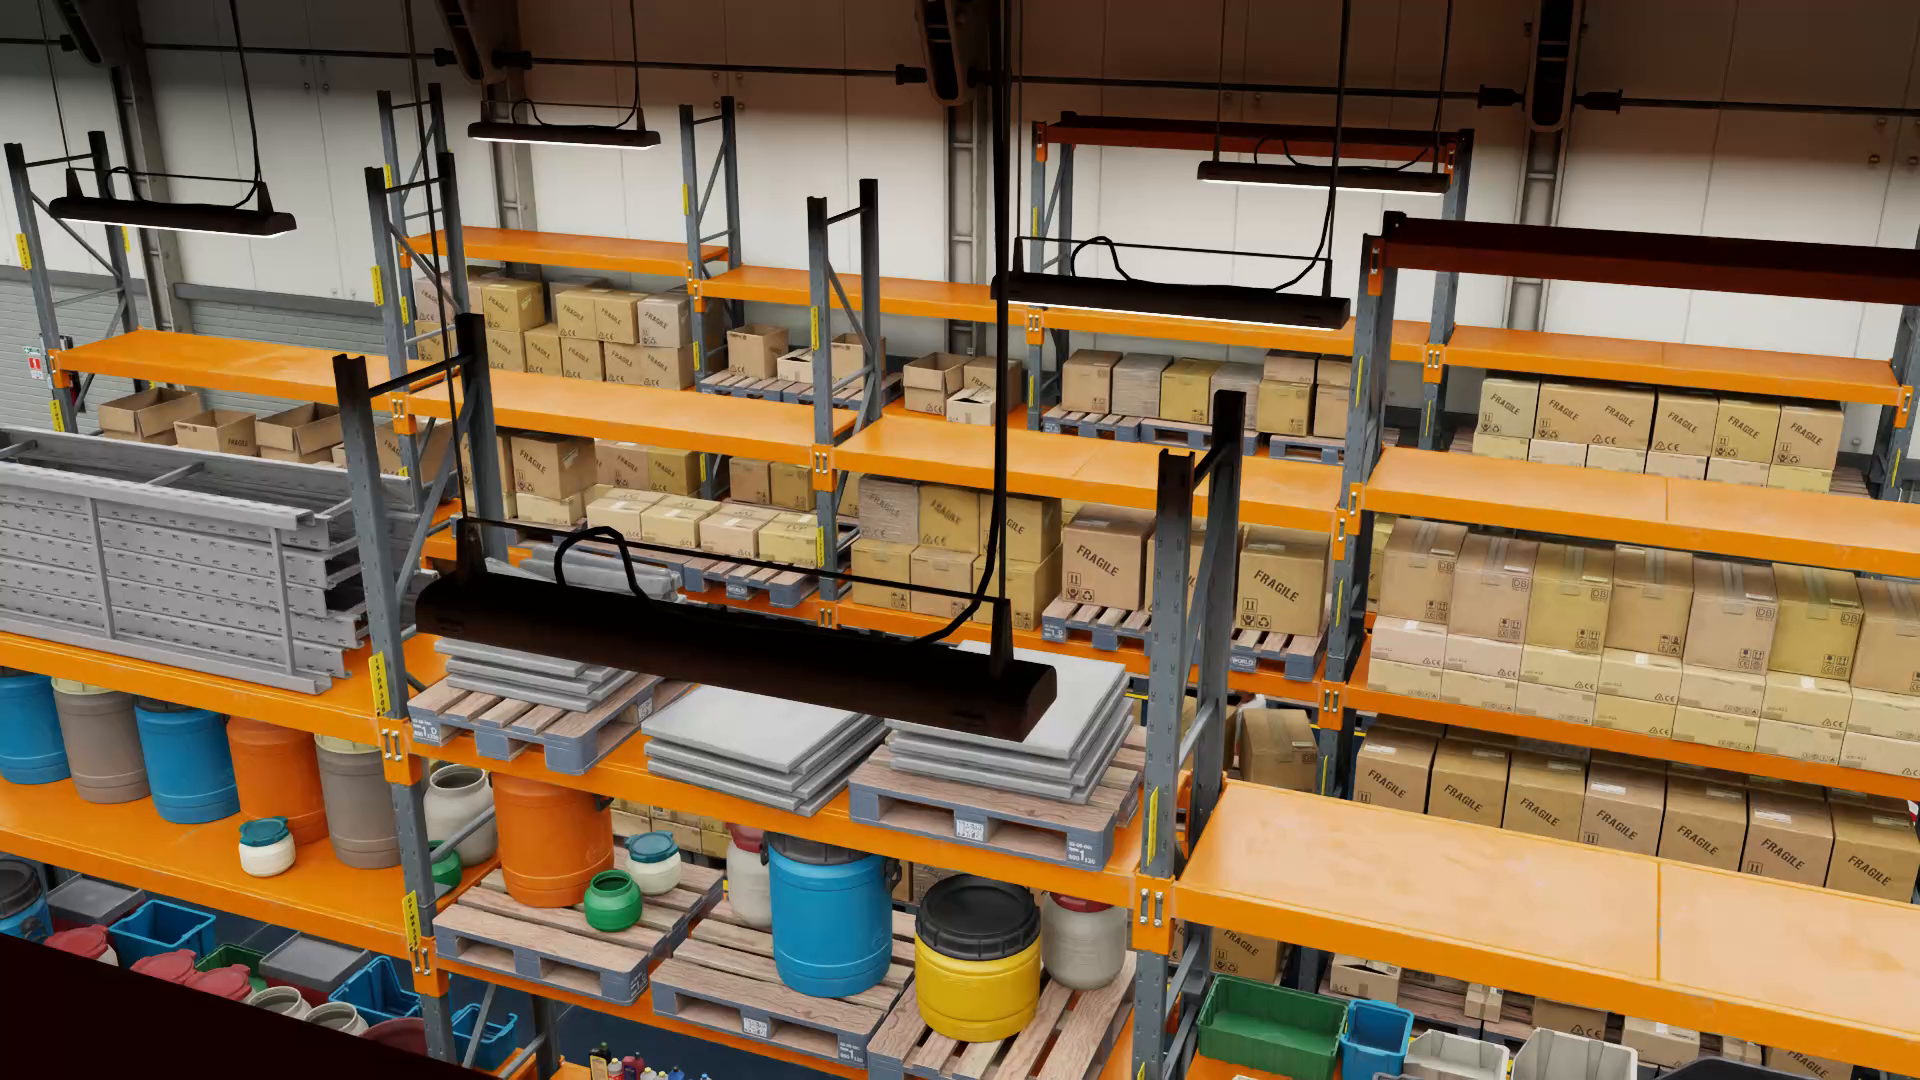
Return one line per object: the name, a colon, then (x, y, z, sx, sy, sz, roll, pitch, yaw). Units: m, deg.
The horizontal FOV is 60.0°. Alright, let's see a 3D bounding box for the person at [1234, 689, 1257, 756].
person: (2.494, 1.964, 14.722, 0.510, 1.806, 0.610, 12, 24, 28)
